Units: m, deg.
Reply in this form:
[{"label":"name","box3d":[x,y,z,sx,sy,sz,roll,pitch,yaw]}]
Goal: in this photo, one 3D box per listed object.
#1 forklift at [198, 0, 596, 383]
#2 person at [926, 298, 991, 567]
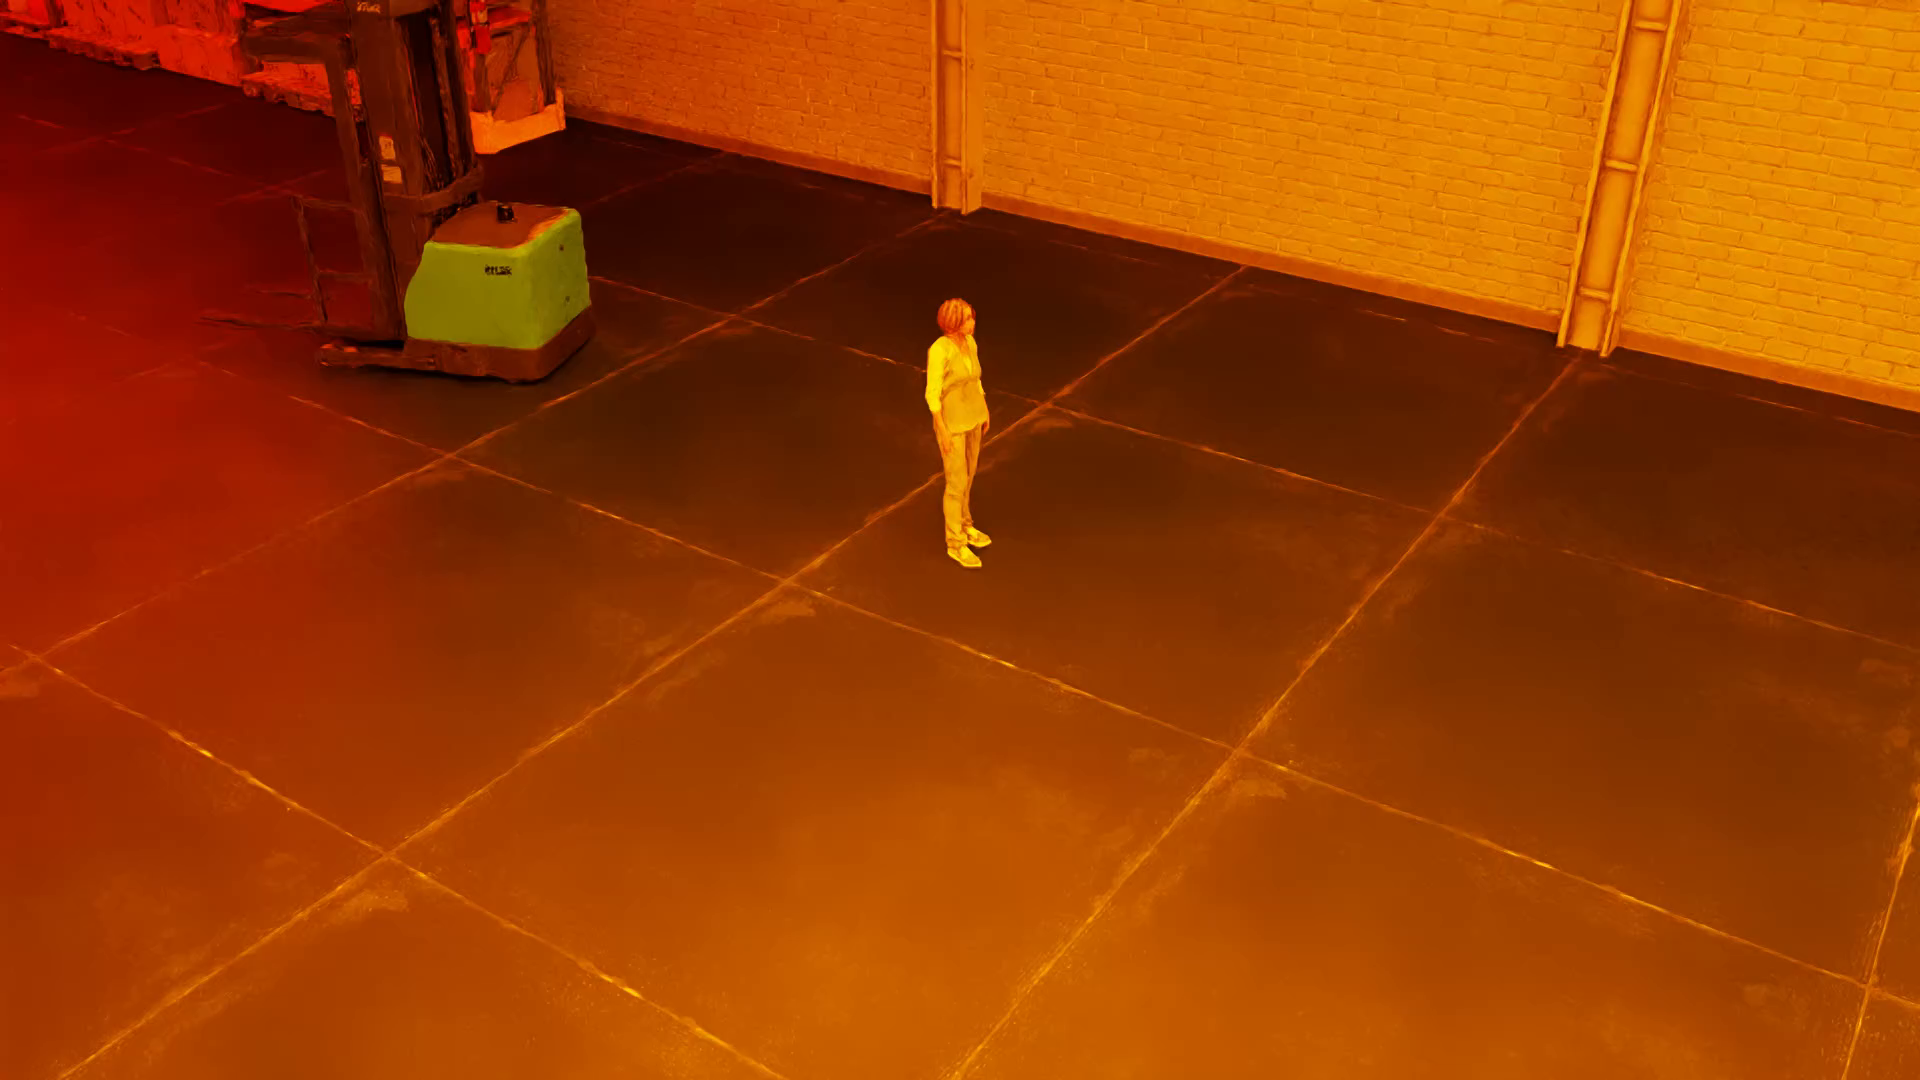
[{"label":"forklift","box3d":[-4.466,-2.830,12.455,3.031,2.935,1.130,7,31,12]},{"label":"person","box3d":[0.054,-0.670,10.050,0.474,1.597,0.521,19,35,29]}]
